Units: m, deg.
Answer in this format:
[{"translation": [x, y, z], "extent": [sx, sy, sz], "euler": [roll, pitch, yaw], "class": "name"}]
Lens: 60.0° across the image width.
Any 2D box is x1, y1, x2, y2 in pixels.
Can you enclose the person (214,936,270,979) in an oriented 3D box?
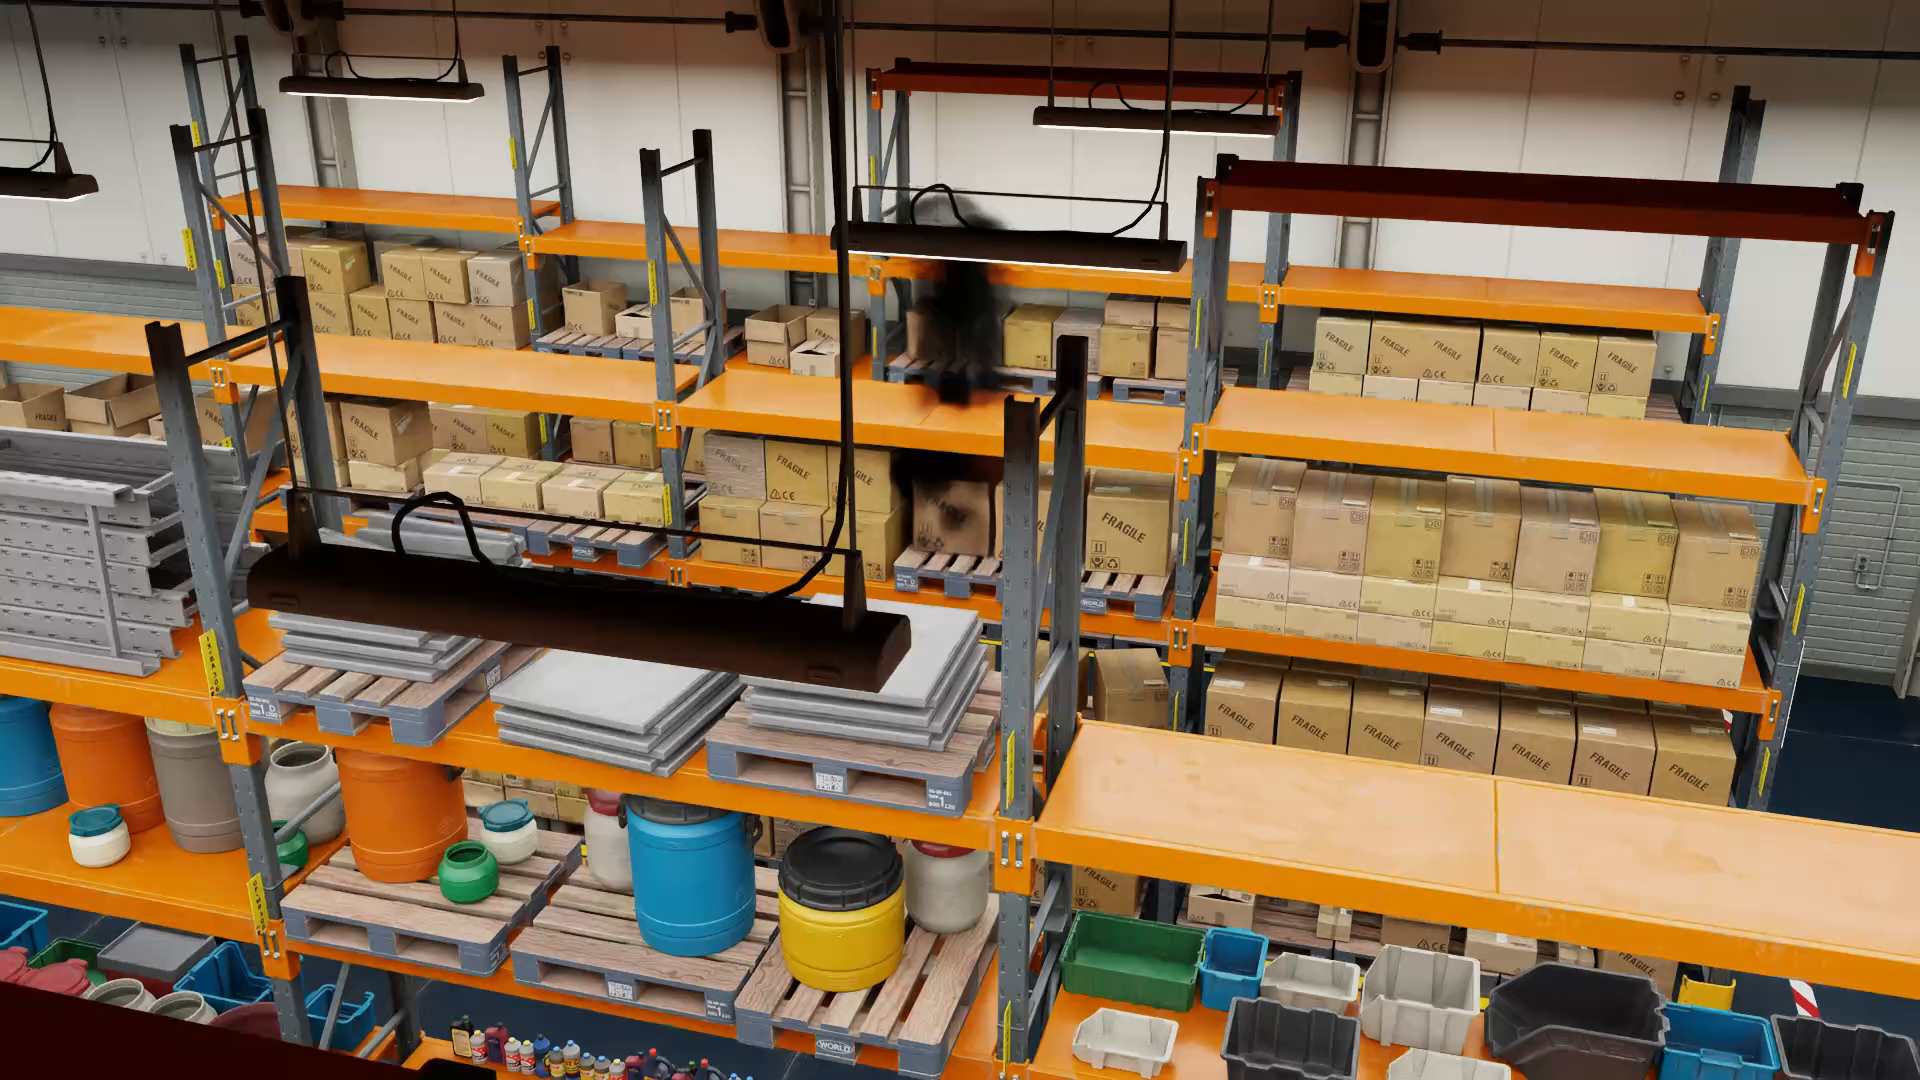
[{"translation": [-5.271, 2.802, 12.043], "extent": [0.893, 1.585, 0.538], "euler": [9, 24, 20], "class": "person"}]
